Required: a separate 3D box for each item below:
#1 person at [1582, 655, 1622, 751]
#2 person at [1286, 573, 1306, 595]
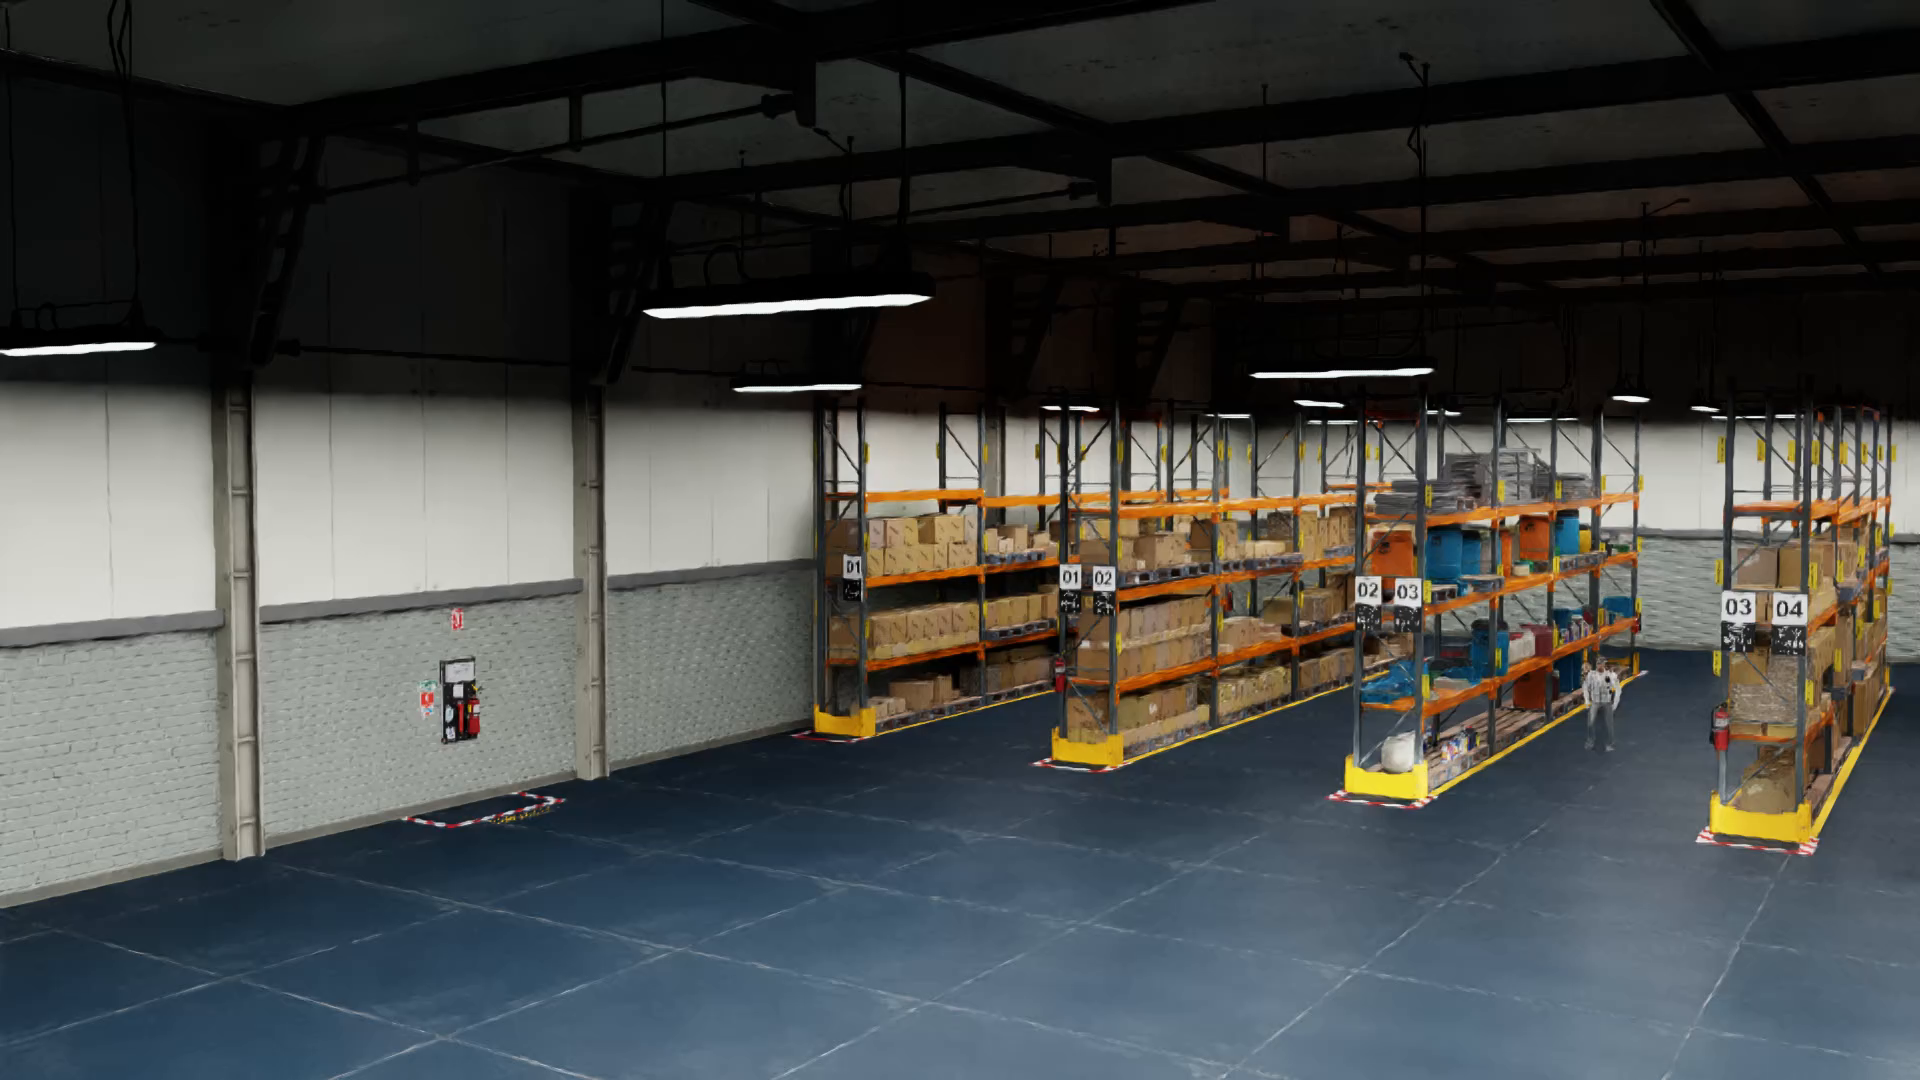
[{"bbox_3d":[10.776,2.727,27.938,0.639,1.632,0.506,2,3,31],"label":"person"},{"bbox_3d":[9.297,1.708,46.397,0.688,1.711,0.509,0,3,-8],"label":"person"}]
